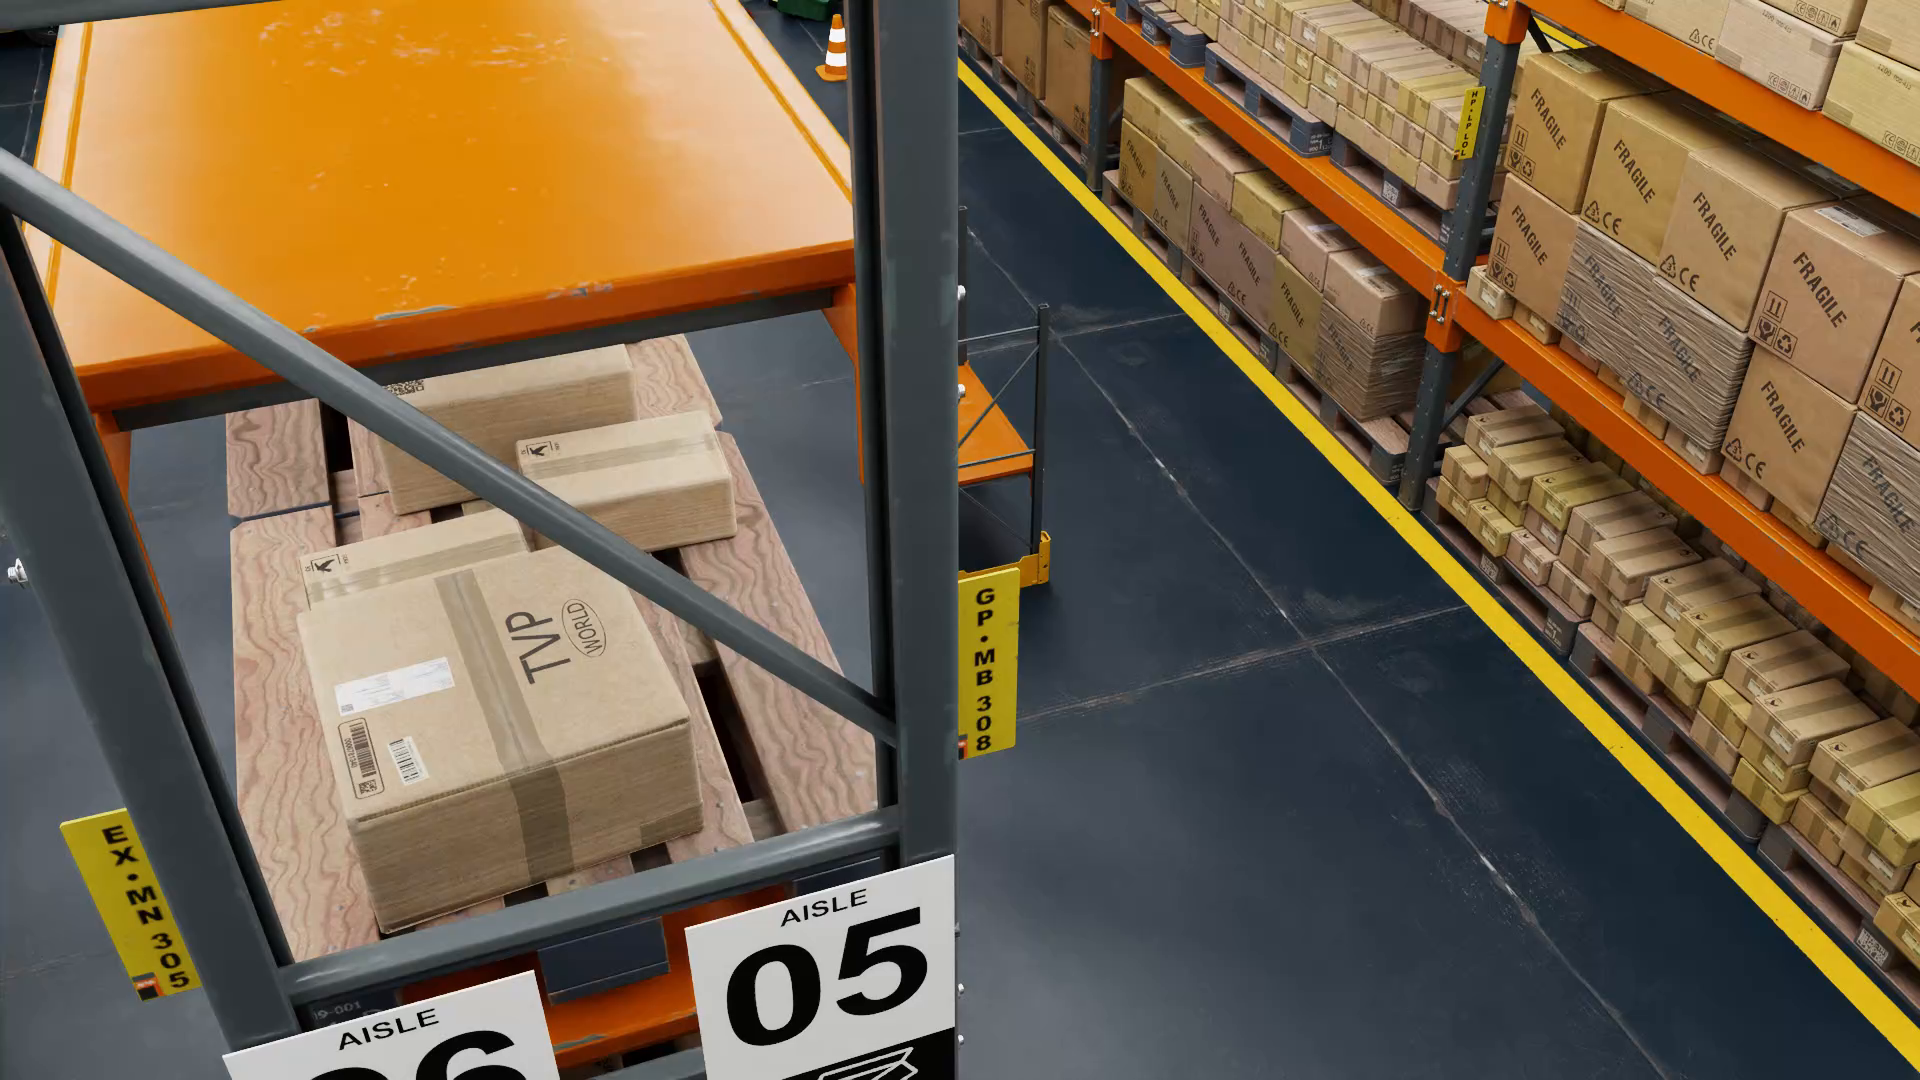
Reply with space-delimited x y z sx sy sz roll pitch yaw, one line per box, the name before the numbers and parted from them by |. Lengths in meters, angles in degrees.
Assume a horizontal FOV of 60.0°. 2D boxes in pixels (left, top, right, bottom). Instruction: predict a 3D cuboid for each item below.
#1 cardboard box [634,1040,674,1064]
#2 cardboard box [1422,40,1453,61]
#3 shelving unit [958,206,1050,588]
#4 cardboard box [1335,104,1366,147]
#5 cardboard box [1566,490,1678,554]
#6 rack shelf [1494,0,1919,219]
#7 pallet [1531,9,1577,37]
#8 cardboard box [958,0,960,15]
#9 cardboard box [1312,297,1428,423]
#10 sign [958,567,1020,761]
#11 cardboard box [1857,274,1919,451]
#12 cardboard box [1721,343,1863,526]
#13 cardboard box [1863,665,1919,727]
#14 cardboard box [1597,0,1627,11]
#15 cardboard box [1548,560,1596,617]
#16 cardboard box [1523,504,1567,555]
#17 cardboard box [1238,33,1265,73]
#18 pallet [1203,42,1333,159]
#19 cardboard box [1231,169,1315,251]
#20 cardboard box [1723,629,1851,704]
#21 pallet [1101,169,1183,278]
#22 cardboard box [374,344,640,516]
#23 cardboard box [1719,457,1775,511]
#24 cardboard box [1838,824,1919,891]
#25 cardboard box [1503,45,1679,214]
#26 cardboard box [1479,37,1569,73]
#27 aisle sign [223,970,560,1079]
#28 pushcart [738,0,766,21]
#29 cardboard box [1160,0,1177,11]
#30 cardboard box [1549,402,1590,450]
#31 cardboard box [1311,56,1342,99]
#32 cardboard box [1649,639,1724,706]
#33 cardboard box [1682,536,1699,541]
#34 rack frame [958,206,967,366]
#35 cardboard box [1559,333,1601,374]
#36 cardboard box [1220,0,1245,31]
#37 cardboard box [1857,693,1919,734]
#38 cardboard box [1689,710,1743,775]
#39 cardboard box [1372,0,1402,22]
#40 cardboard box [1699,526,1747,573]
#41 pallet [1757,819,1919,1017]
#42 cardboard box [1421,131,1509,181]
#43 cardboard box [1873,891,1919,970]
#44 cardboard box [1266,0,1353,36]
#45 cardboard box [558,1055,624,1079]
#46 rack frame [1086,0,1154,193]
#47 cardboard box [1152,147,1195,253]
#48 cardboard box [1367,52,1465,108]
cardboard box | -0.389 1.098 3.445 0.500 0.500 0.500 -13 39 -17
cardboard box | 2.677 -2.568 8.839 0.380 0.149 0.250 -11 38 -14
shelving unit | -0.026 -0.642 7.916 0.587 1.500 1.083 -12 39 -16
cardboard box | 2.163 -2.154 8.537 0.380 0.149 0.250 -14 39 -18
cardboard box | 2.953 -0.060 7.423 0.380 0.149 0.250 -13 39 -17
rack shelf | 3.434 -1.255 5.588 1.077 0.370 4.000 -12 39 -16
pallet | 5.377 -4.719 14.400 1.003 0.211 1.213 -12 39 -16
cardboard box | 0.291 -4.930 13.883 1.050 0.750 0.750 -13 39 -16
cardboard box | 2.254 -1.009 8.885 0.500 0.500 0.500 -13 39 -17
sign | 0.032 0.177 2.296 0.100 0.325 0.005 -12 39 -16
cardboard box | 3.369 -0.557 5.396 0.500 0.500 0.500 -11 38 -14
cardboard box | 3.208 -0.434 6.063 0.500 0.500 0.500 -11 38 -14
cardboard box | 3.837 0.572 6.584 0.380 0.149 0.250 -11 38 -14
cardboard box | 2.657 -2.296 6.497 0.500 0.250 0.500 -11 38 -14
cardboard box | 2.929 0.182 7.596 0.380 0.149 0.250 -13 39 -17
cardboard box | 2.859 -0.096 7.718 0.380 0.149 0.250 -13 39 -16
cardboard box | 1.792 -2.758 9.338 0.380 0.149 0.250 -12 39 -15
pallet | 2.089 -2.547 9.358 1.003 0.211 1.213 -12 39 -16
cardboard box | 1.892 -1.900 9.445 0.500 0.250 0.500 -14 39 -18
cardboard box | 3.300 0.527 6.643 0.380 0.149 0.250 -14 39 -17
pallet | 1.636 -2.178 11.026 1.003 0.211 1.213 -12 39 -16
cardboard box | -0.959 -0.358 3.442 0.500 0.311 0.500 -12 39 -15
cardboard box | 3.170 -0.270 6.384 0.380 0.149 0.250 -11 38 -14
cardboard box | 3.492 1.106 6.122 0.380 0.149 0.250 -14 39 -18
cardboard box | 2.672 -1.727 6.948 0.500 0.500 0.500 -12 38 -15
cardboard box | 2.854 -2.398 8.366 0.380 0.149 0.250 -12 39 -16
aisle sign | -0.757 0.934 2.416 0.394 0.787 0.004 -12 39 -16
pushcart | -2.497 -4.364 13.790 1.648 0.377 0.936 -27 45 -31
cardboard box | 1.426 -3.355 10.131 0.380 0.149 0.250 -11 38 -14
cardboard box | 3.112 -0.593 8.131 0.380 0.149 0.250 -11 38 -15
cardboard box | 2.062 -2.434 8.661 0.380 0.149 0.250 -14 39 -18
cardboard box | 3.110 0.517 6.904 0.380 0.149 0.250 -12 39 -15
cardboard box | 3.360 -0.050 7.656 0.380 0.149 0.250 -12 39 -16
rack frame | -0.204 -0.934 8.304 0.500 1.500 0.032 -12 39 -16
cardboard box | 2.835 -0.875 7.188 0.380 0.149 0.250 -14 39 -18
cardboard box | 1.709 -3.019 9.437 0.380 0.149 0.250 -12 39 -16
cardboard box | 3.807 0.705 6.655 0.380 0.149 0.250 -14 39 -18
cardboard box | 3.232 0.785 6.796 0.380 0.149 0.250 -12 39 -15
cardboard box | 2.500 -2.978 9.137 0.380 0.149 0.250 -11 38 -15
cardboard box | 3.526 -0.021 7.372 0.380 0.149 0.250 -14 39 -18
pallet | 3.849 1.391 6.289 1.003 0.211 1.213 -12 39 -16
cardboard box | 2.423 -1.844 7.878 0.380 0.149 0.250 -11 38 -15
cardboard box | 3.561 1.378 6.008 0.380 0.149 0.250 -11 38 -15
cardboard box | 1.882 -2.853 8.971 0.380 0.149 0.250 -13 39 -17
cardboard box | -0.803 1.008 3.026 0.380 0.149 0.250 -12 39 -15
rack frame | 1.369 -3.733 10.774 1.000 3.000 0.127 -12 39 -16
cardboard box | 1.549 -2.167 10.423 0.500 0.500 0.500 -12 39 -15
cardboard box | 2.244 -2.263 8.187 0.380 0.149 0.250 -14 39 -17
